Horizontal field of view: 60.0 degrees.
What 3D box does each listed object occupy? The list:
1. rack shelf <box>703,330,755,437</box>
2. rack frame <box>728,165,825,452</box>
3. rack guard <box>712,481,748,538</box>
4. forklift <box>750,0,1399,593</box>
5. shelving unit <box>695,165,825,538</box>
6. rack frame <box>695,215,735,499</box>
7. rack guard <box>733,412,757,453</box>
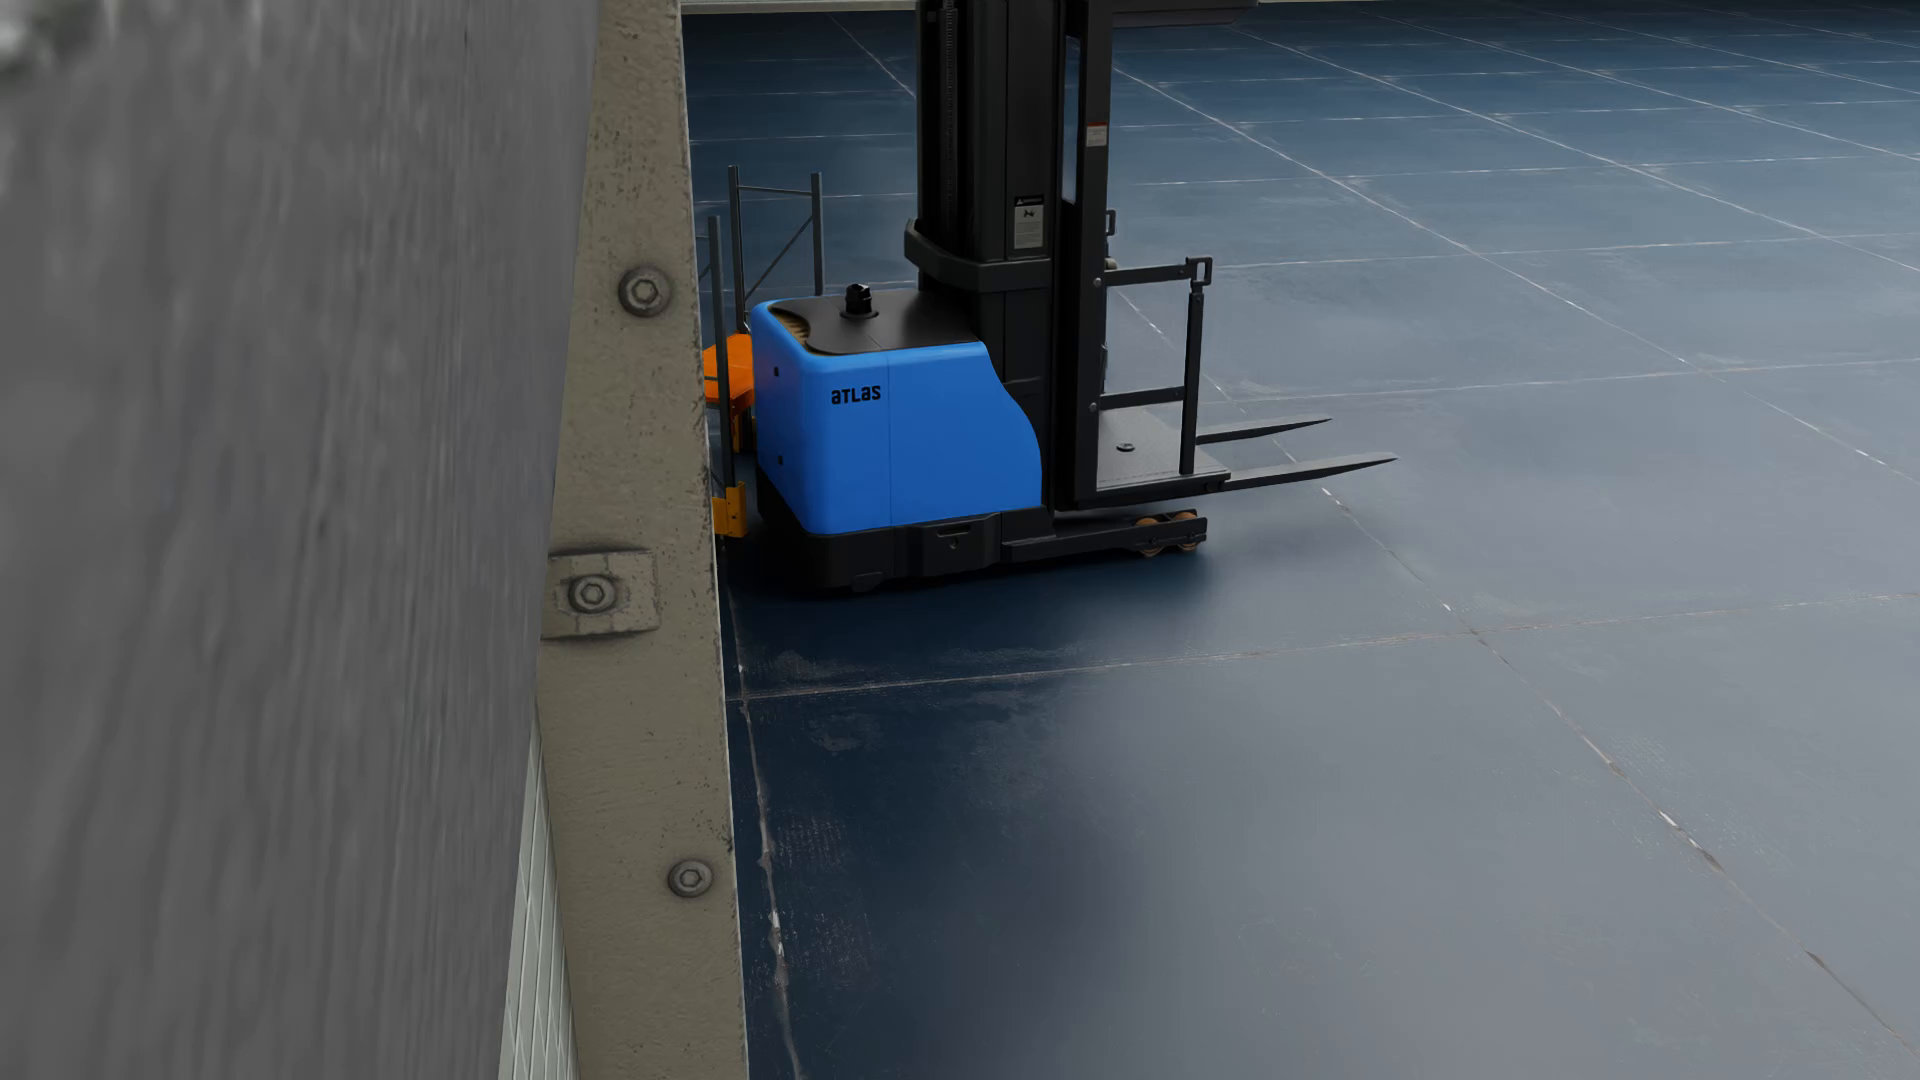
[{"bbox_3d":[-1.098,-0.778,8.108,0.538,0.185,1.000,9,25,19],"label":"rack shelf"},{"bbox_3d":[-0.913,-1.133,8.470,0.500,1.500,0.032,9,25,19],"label":"rack frame"},{"bbox_3d":[-1.283,-0.181,7.853,0.587,0.250,0.087,9,25,19],"label":"rack guard"},{"bbox_3d":[0.609,-1.463,7.438,3.031,2.935,1.130,-8,25,-18],"label":"forklift"},{"bbox_3d":[-1.101,-0.940,8.028,0.587,1.500,1.083,9,25,19],"label":"shelving unit"},{"bbox_3d":[-1.283,-0.754,7.602,0.500,1.500,0.032,9,25,19],"label":"rack frame"},{"bbox_3d":[-0.920,-0.553,8.703,0.587,0.250,0.087,9,25,19],"label":"rack guard"}]
